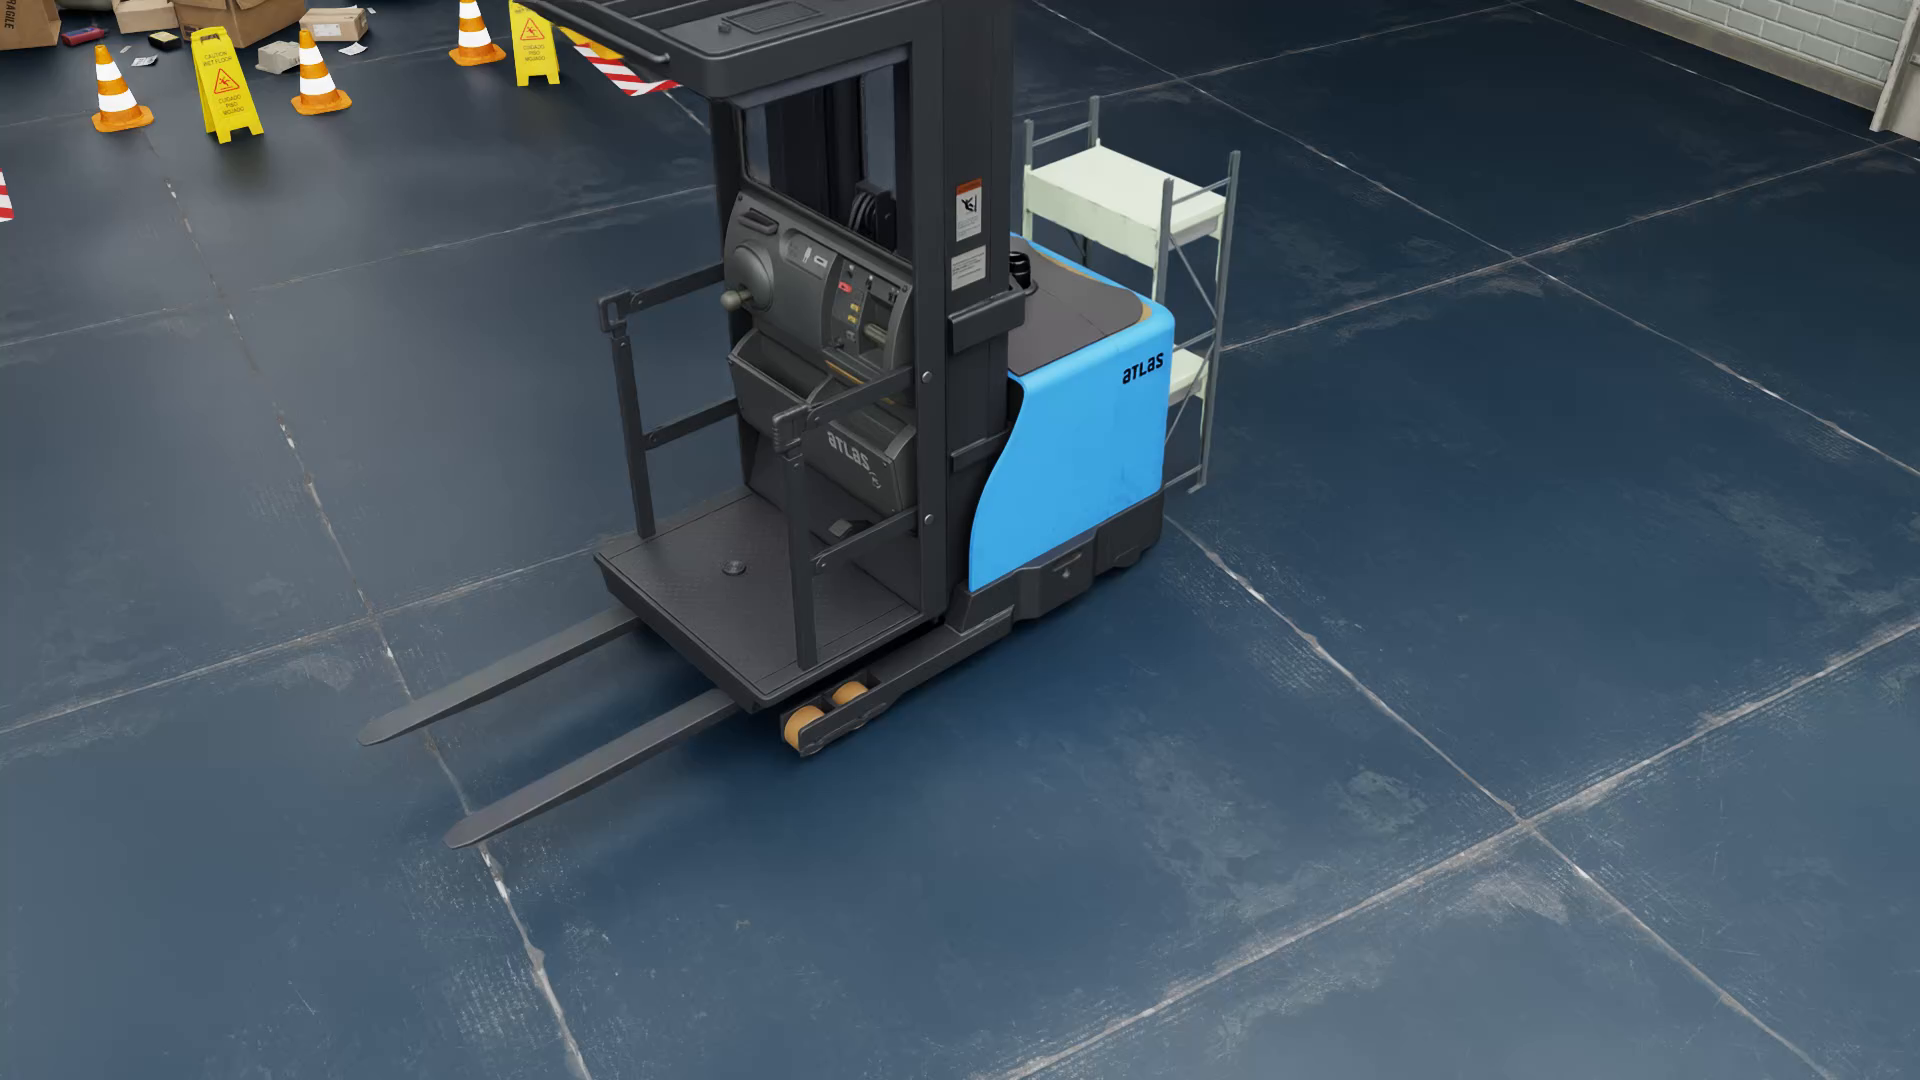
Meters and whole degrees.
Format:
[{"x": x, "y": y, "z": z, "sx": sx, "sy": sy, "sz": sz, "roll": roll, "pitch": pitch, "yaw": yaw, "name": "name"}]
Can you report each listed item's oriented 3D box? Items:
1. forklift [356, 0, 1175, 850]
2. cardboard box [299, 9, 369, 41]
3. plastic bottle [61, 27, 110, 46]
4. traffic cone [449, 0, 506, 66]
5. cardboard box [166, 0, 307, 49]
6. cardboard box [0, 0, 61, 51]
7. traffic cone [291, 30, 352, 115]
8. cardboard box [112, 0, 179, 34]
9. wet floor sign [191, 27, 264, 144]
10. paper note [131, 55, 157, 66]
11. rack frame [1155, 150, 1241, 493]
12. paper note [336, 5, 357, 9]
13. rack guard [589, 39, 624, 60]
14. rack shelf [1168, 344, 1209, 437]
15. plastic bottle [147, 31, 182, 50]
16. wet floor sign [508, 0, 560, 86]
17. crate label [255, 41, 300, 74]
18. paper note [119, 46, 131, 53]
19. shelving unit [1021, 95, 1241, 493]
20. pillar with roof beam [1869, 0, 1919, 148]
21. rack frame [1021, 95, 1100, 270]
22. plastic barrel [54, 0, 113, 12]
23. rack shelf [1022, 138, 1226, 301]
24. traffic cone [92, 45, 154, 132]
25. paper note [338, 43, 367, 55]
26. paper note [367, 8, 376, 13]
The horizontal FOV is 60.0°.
[{"x": -0.636, "y": -0.795, "z": 5.353, "sx": 3.031, "sy": 2.935, "sz": 1.130, "roll": -27, "pitch": 44, "yaw": -32, "name": "forklift"}, {"x": -4.329, "y": -3.563, "z": 11.502, "sx": 0.380, "sy": 0.149, "sz": 0.250, "roll": 0, "pitch": 36, "yaw": 0, "name": "cardboard box"}, {"x": -6.028, "y": -3.483, "z": 11.467, "sx": 0.133, "sy": 0.061, "sz": 0.283, "roll": 26, "pitch": 44, "yaw": 31, "name": "plastic bottle"}, {"x": -3.256, "y": -3.458, "z": 11.092, "sx": 0.336, "sy": 0.463, "sz": 0.334, "roll": -19, "pitch": 40, "yaw": -24, "name": "traffic cone"}, {"x": -4.996, "y": -3.782, "z": 11.502, "sx": 0.637, "sy": 0.503, "sz": 0.797, "roll": 12, "pitch": 38, "yaw": 16, "name": "cardboard box"}, {"x": -6.496, "y": -3.671, "z": 11.350, "sx": 0.500, "sy": 0.500, "sz": 0.500, "roll": -12, "pitch": 38, "yaw": -16, "name": "cardboard box"}, {"x": -4.045, "y": -2.955, "z": 10.404, "sx": 0.336, "sy": 0.463, "sz": 0.334, "roll": -19, "pitch": 40, "yaw": -24, "name": "traffic cone"}, {"x": -5.707, "y": -3.732, "z": 11.634, "sx": 0.396, "sy": 0.266, "sz": 0.258, "roll": -12, "pitch": 38, "yaw": -16, "name": "cardboard box"}, {"x": -4.427, "y": -2.748, "z": 9.965, "sx": 0.267, "sy": 0.644, "sz": 0.232, "roll": -26, "pitch": 44, "yaw": -31, "name": "wet floor sign"}, {"x": -5.453, "y": -3.208, "z": 11.118, "sx": 0.144, "sy": 0.017, "sz": 0.142, "roll": -6, "pitch": 37, "yaw": -8, "name": "paper note"}, {"x": 0.888, "y": -0.764, "z": 6.525, "sx": 0.400, "sy": 1.500, "sz": 0.023, "roll": -28, "pitch": 44, "yaw": -33, "name": "rack frame"}, {"x": -4.418, "y": -3.811, "z": 11.952, "sx": 0.148, "sy": 0.019, "sz": 0.142, "roll": -6, "pitch": 37, "yaw": -8, "name": "paper note"}, {"x": -1.963, "y": -3.674, "z": 11.357, "sx": 1.175, "sy": 0.500, "sz": 0.348, "roll": -19, "pitch": 40, "yaw": -24, "name": "rack guard"}, {"x": 0.644, "y": -0.662, "z": 6.938, "sx": 0.431, "sy": 0.370, "sz": 0.720, "roll": -28, "pitch": 44, "yaw": -33, "name": "rack shelf"}, {"x": -5.466, "y": -3.427, "z": 11.390, "sx": 0.283, "sy": 0.061, "sz": 0.133, "roll": 26, "pitch": 44, "yaw": 31, "name": "plastic bottle"}, {"x": -2.754, "y": -3.280, "z": 10.694, "sx": 0.267, "sy": 0.644, "sz": 0.232, "roll": -6, "pitch": 37, "yaw": -8, "name": "wet floor sign"}, {"x": -4.493, "y": -3.206, "z": 11.024, "sx": 0.298, "sy": 0.136, "sz": 0.250, "roll": 19, "pitch": 40, "yaw": 24, "name": "crate label"}, {"x": -5.678, "y": -3.338, "z": 11.312, "sx": 0.032, "sy": 0.001, "sz": 0.123, "roll": 0, "pitch": 36, "yaw": 0, "name": "paper note"}, {"x": 0.644, "y": -0.925, "z": 6.745, "sx": 0.431, "sy": 1.500, "sz": 0.755, "roll": -28, "pitch": 44, "yaw": -33, "name": "shelving unit"}, {"x": 2.087, "y": -4.827, "z": 5.729, "sx": 9.100, "sy": 9.000, "sz": 0.400, "roll": -19, "pitch": 40, "yaw": -24, "name": "pillar with roof beam"}, {"x": 0.400, "y": -1.086, "z": 6.966, "sx": 0.400, "sy": 1.500, "sz": 0.023, "roll": -28, "pitch": 44, "yaw": -33, "name": "rack frame"}, {"x": -6.267, "y": -4.002, "z": 11.871, "sx": 0.512, "sy": 0.421, "sz": 0.421, "roll": 6, "pitch": 37, "yaw": 8, "name": "plastic barrel"}, {"x": 0.644, "y": -1.240, "z": 6.515, "sx": 0.431, "sy": 0.370, "sz": 0.720, "roll": -28, "pitch": 44, "yaw": -33, "name": "rack shelf"}, {"x": -5.193, "y": -2.794, "z": 10.183, "sx": 0.336, "sy": 0.463, "sz": 0.334, "roll": -19, "pitch": 40, "yaw": -24, "name": "traffic cone"}, {"x": -4.121, "y": -3.338, "z": 11.295, "sx": 0.142, "sy": 0.019, "sz": 0.148, "roll": 26, "pitch": 44, "yaw": 31, "name": "paper note"}, {"x": -4.231, "y": -3.807, "z": 11.954, "sx": 0.032, "sy": 0.001, "sz": 0.123, "roll": -19, "pitch": 40, "yaw": -24, "name": "paper note"}]
